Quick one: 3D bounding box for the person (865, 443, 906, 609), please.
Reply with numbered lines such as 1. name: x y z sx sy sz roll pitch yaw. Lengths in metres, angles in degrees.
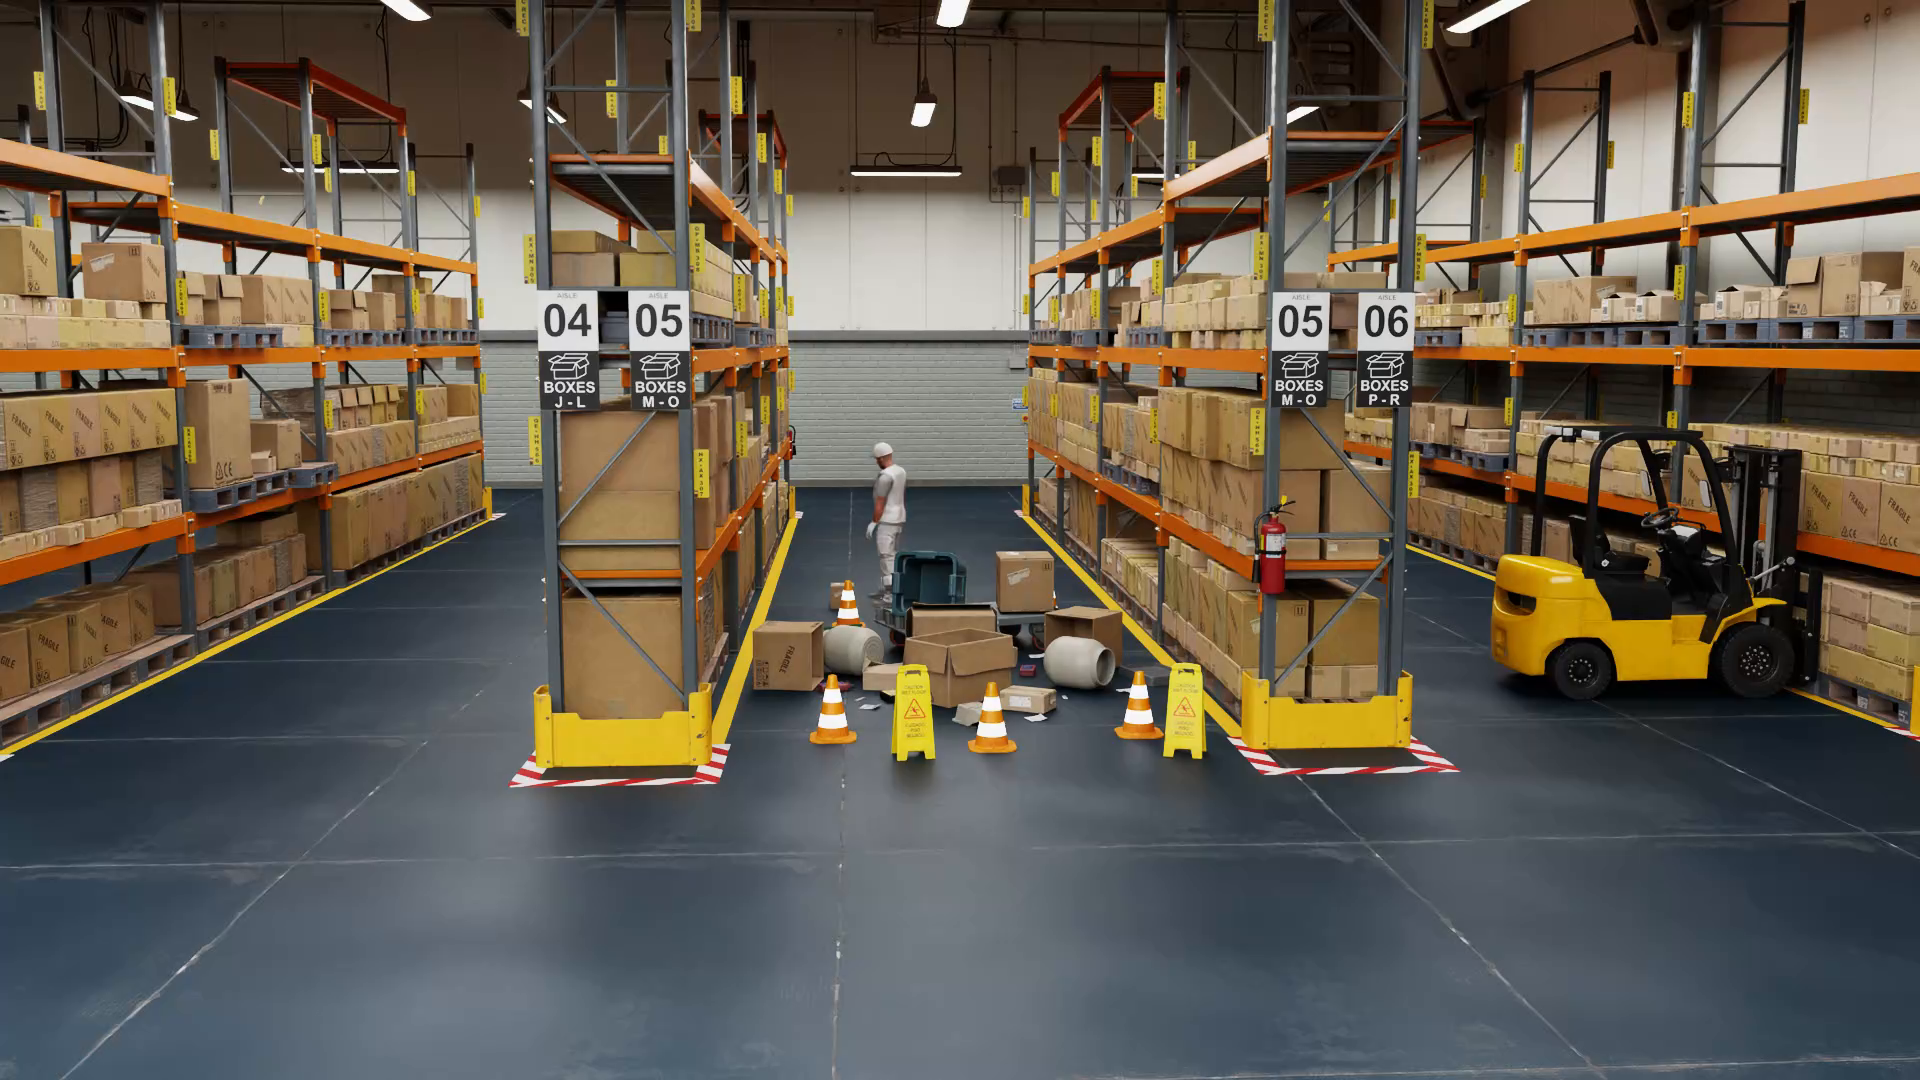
1. person: -0.854 -0.179 18.062 0.568 1.776 0.690 2 7 20
